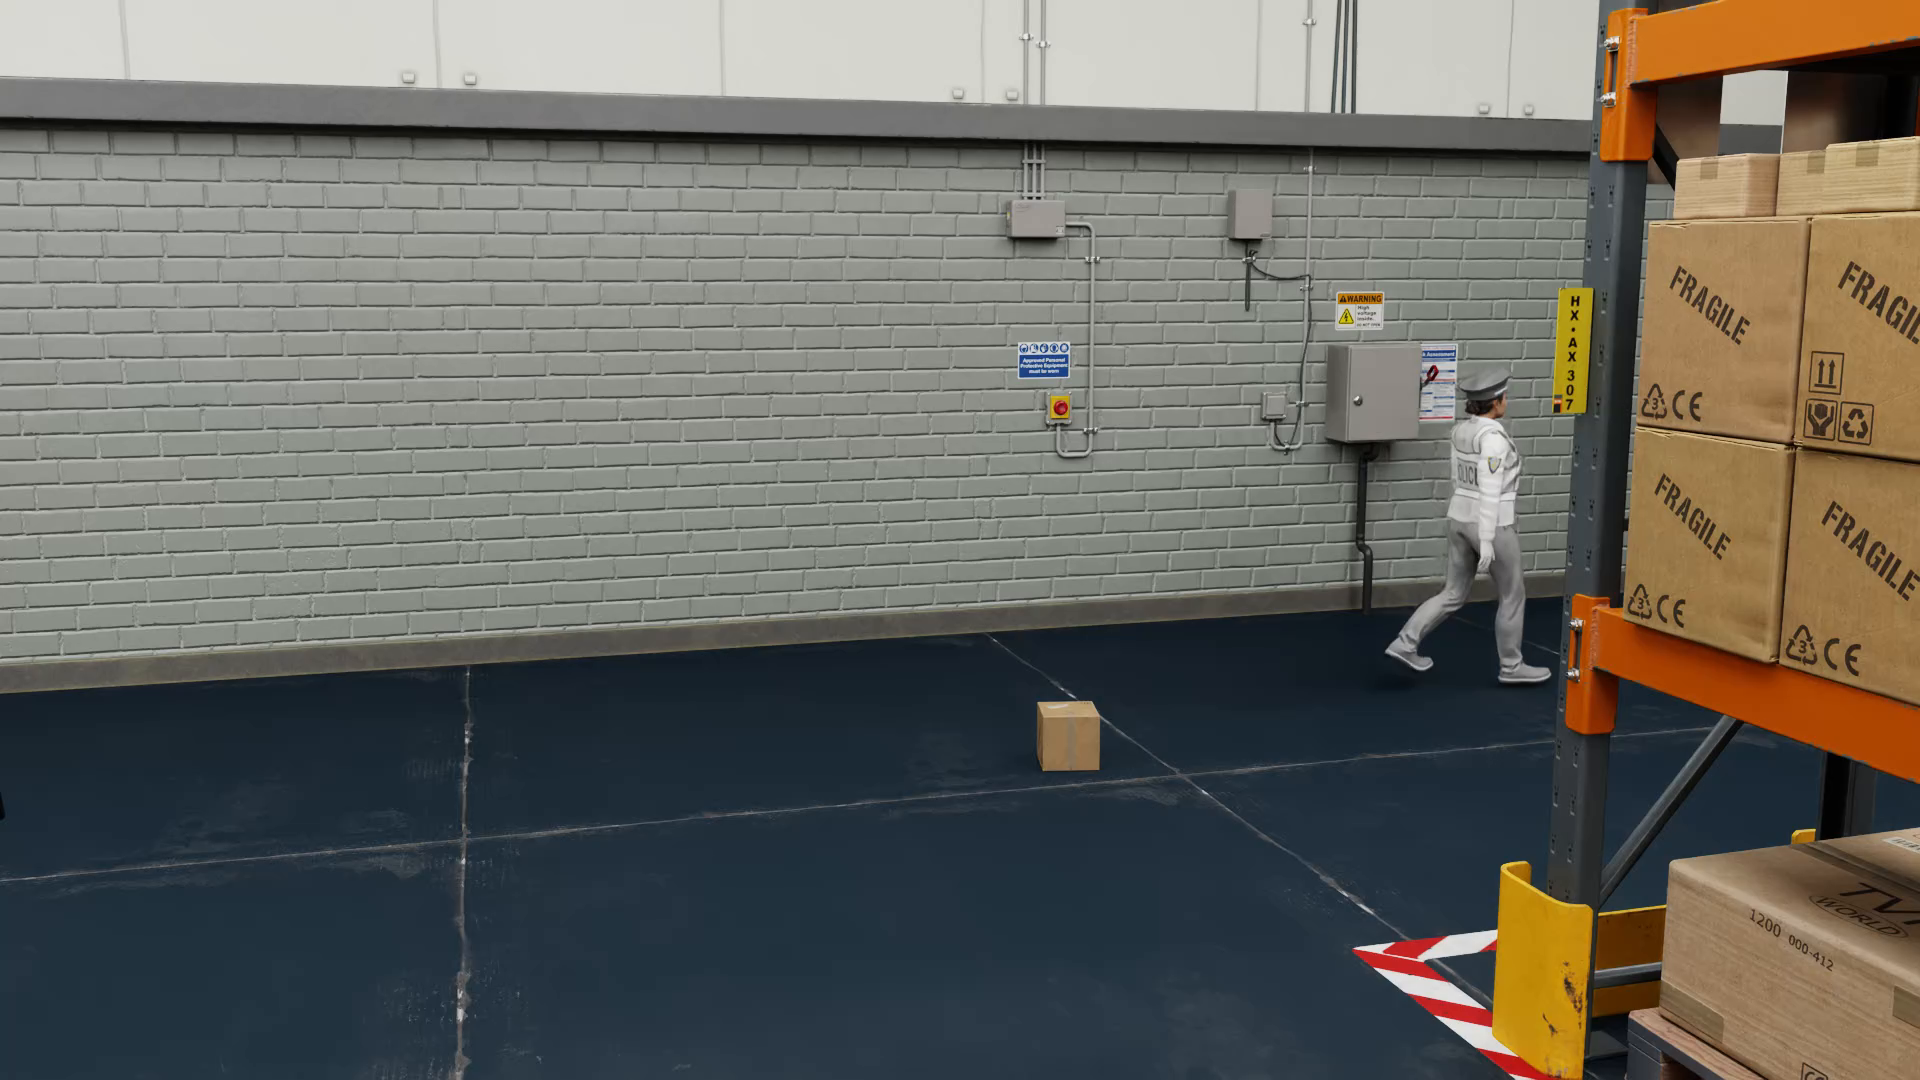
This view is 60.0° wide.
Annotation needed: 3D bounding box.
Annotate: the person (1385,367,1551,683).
[{"bbox_3d":[2.680,-0.071,8.655,0.878,1.653,0.492,-3,10,-15],"label":"person"}]
